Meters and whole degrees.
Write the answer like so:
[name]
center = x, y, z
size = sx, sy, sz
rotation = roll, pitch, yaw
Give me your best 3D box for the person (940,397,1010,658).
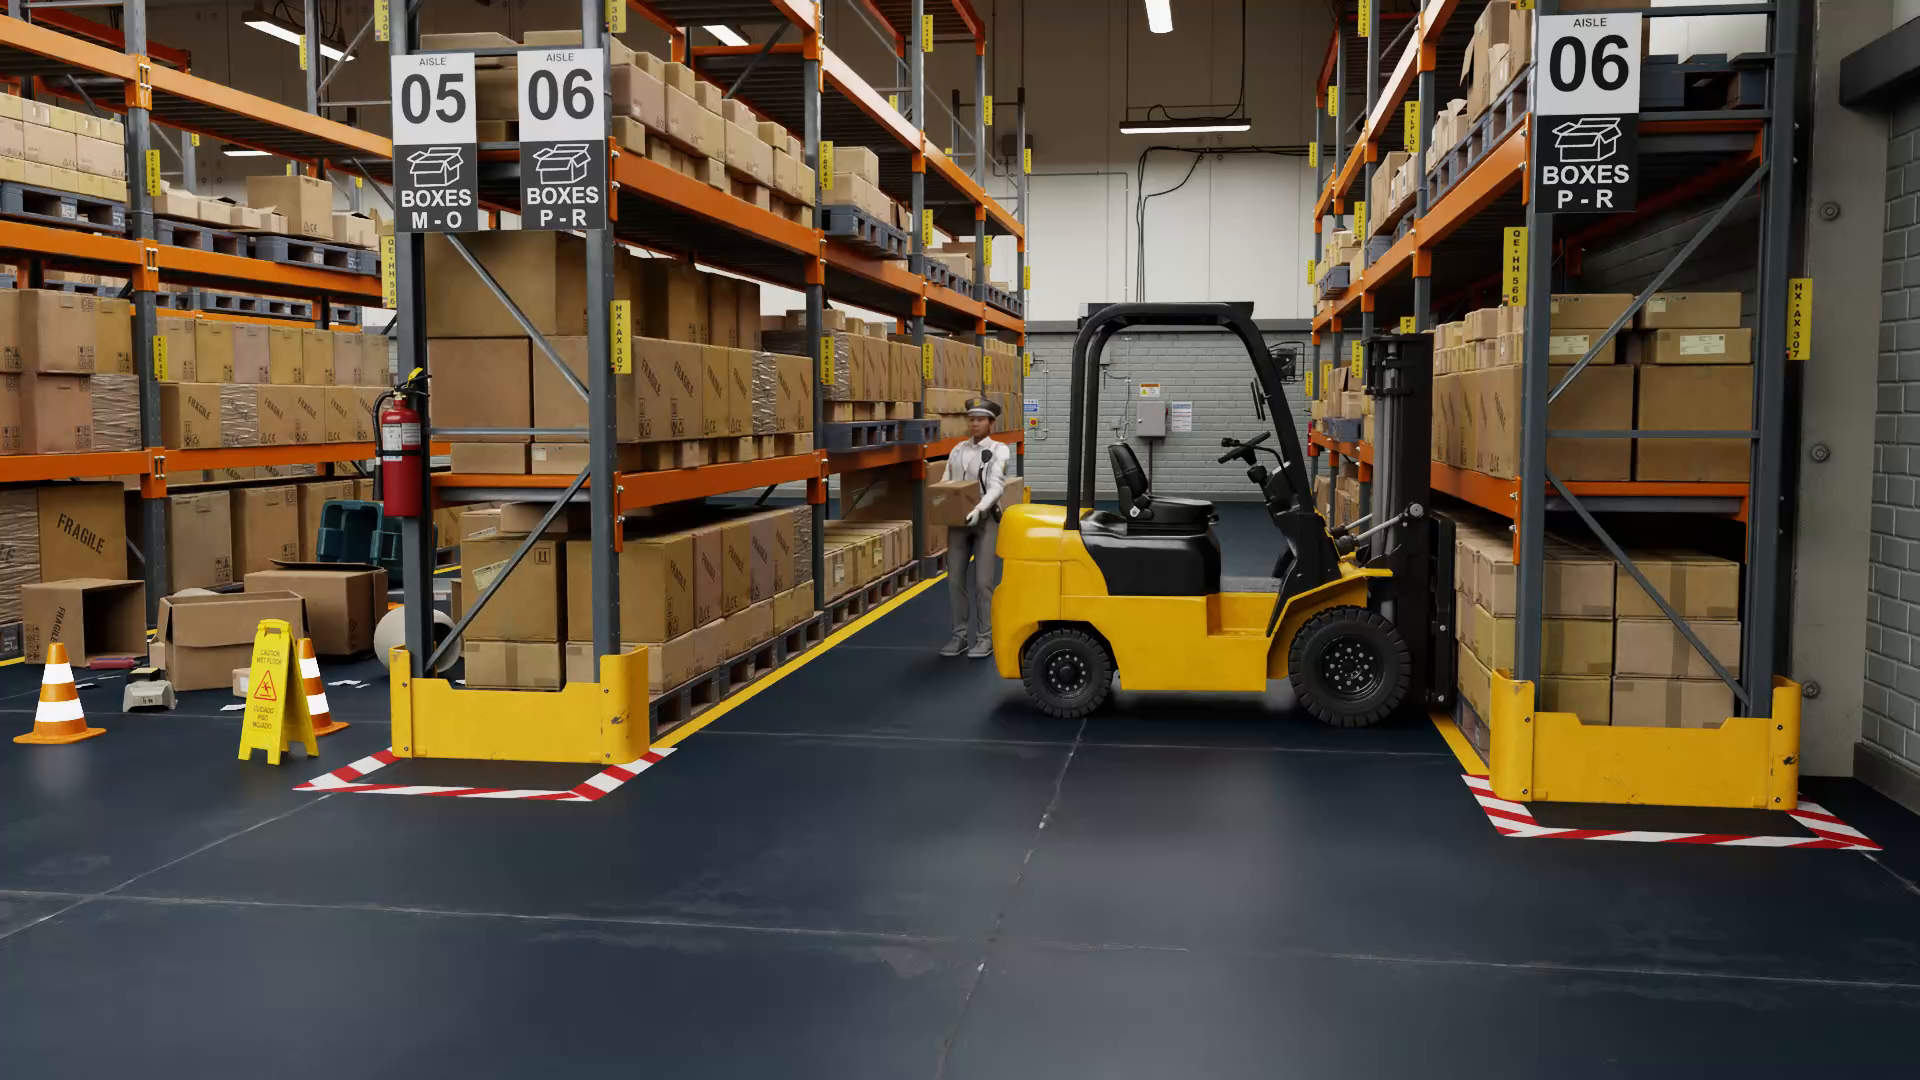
[person]
center = 0.060, -0.086, 10.836
size = 0.458, 1.686, 0.558
rotation = 3, 5, 29
